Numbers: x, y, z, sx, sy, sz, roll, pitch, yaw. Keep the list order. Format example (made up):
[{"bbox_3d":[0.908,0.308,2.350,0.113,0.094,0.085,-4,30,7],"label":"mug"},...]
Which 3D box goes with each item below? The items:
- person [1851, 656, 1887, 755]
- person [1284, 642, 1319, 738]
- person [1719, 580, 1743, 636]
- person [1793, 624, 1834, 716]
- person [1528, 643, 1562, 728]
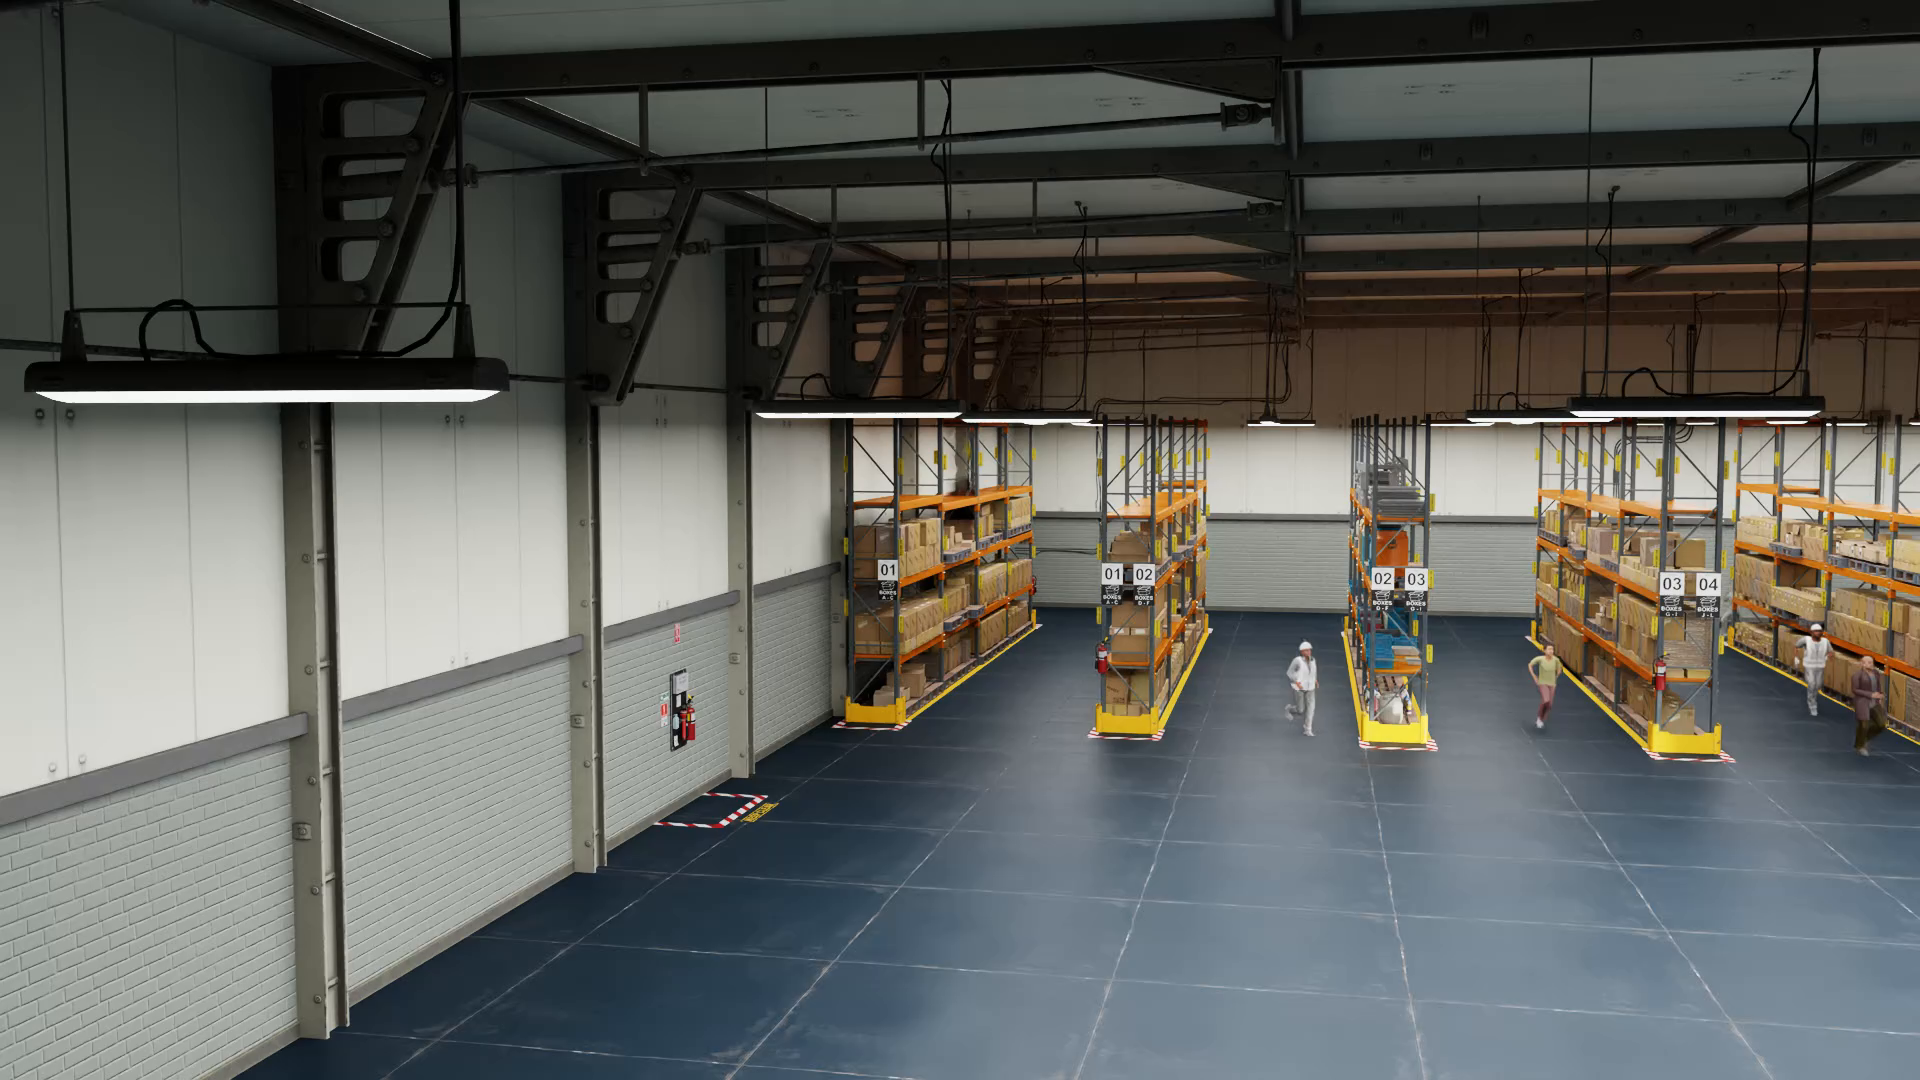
[{"bbox_3d":[15.960,2.909,29.140,0.711,1.754,0.682,-1,4,-12],"label":"person"},{"bbox_3d":[6.455,2.785,31.230,0.665,1.753,0.930,-1,4,-18],"label":"person"},{"bbox_3d":[21.095,1.918,45.272,0.848,1.634,0.700,1,4,15],"label":"person"},{"bbox_3d":[17.257,2.606,33.611,0.703,1.840,0.850,1,4,8],"label":"person"},{"bbox_3d":[11.197,2.775,31.740,0.573,1.627,0.653,0,4,-5],"label":"person"}]
